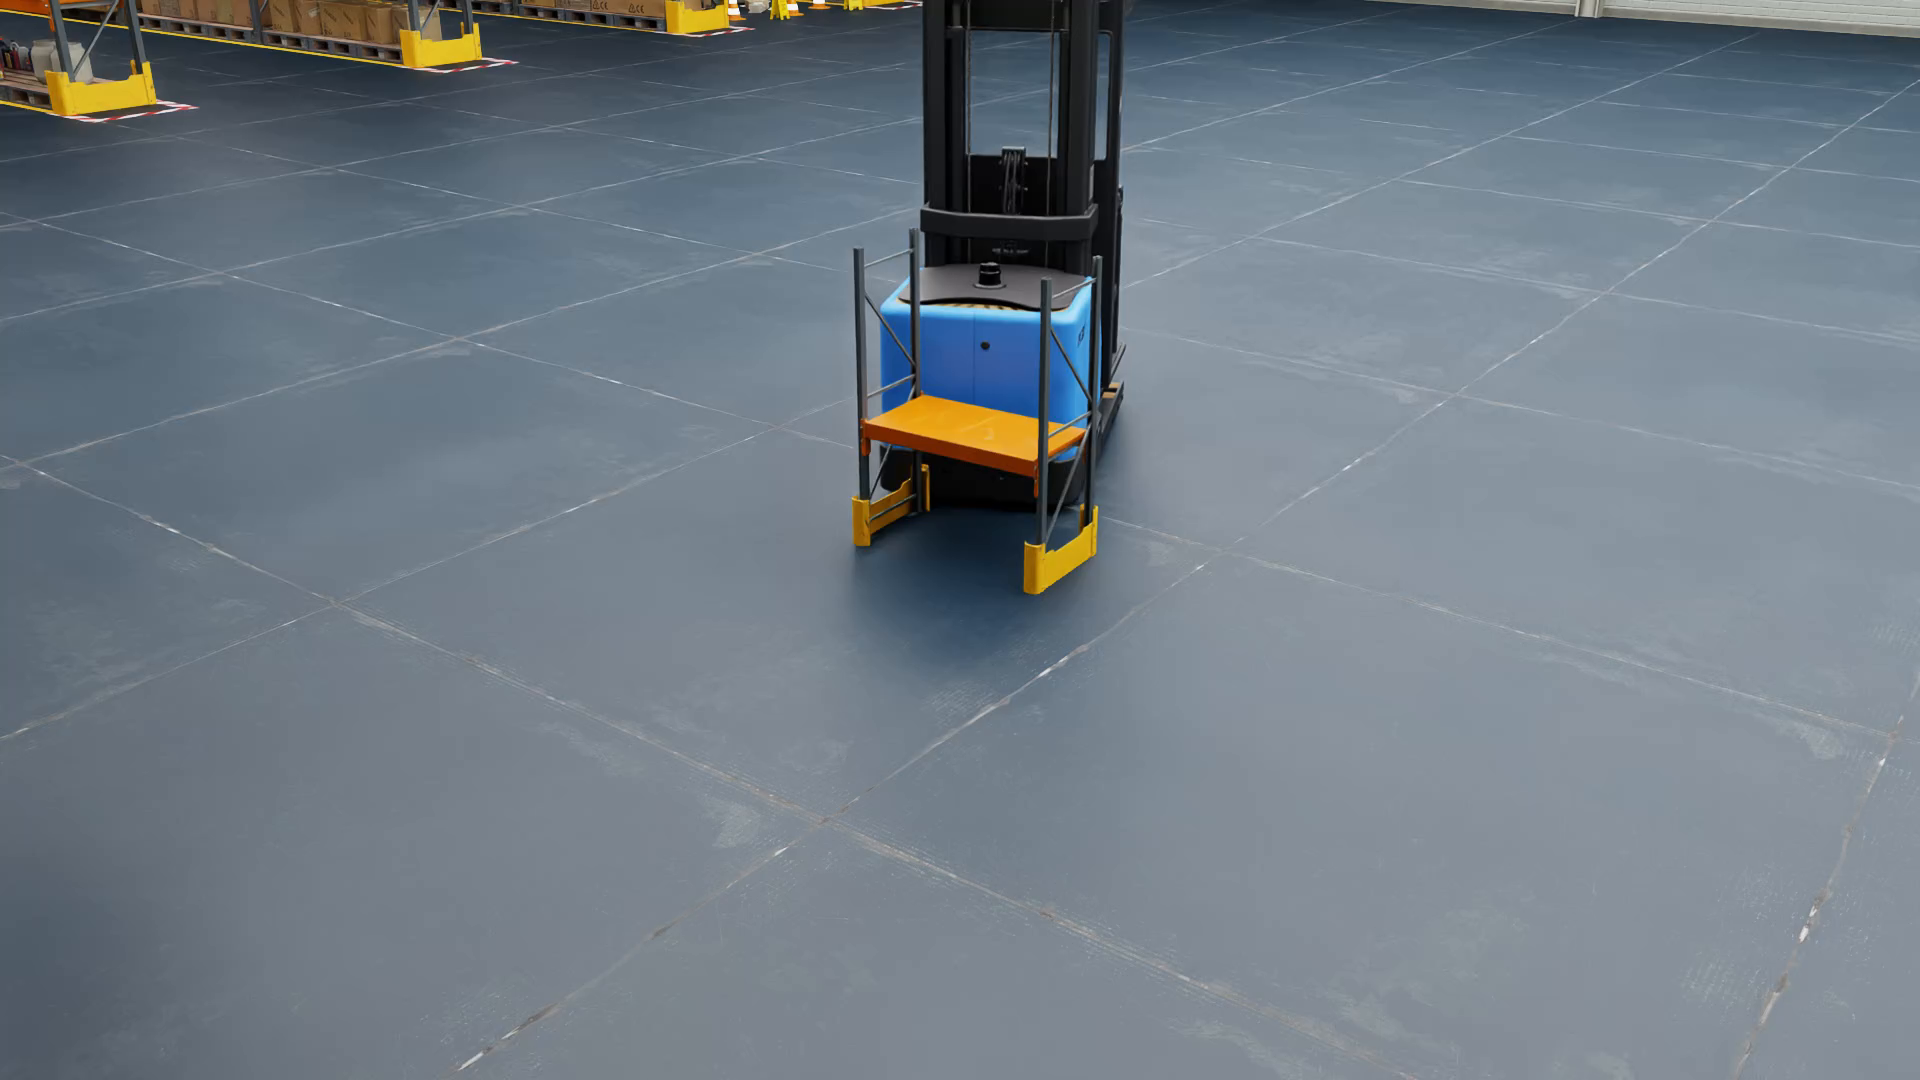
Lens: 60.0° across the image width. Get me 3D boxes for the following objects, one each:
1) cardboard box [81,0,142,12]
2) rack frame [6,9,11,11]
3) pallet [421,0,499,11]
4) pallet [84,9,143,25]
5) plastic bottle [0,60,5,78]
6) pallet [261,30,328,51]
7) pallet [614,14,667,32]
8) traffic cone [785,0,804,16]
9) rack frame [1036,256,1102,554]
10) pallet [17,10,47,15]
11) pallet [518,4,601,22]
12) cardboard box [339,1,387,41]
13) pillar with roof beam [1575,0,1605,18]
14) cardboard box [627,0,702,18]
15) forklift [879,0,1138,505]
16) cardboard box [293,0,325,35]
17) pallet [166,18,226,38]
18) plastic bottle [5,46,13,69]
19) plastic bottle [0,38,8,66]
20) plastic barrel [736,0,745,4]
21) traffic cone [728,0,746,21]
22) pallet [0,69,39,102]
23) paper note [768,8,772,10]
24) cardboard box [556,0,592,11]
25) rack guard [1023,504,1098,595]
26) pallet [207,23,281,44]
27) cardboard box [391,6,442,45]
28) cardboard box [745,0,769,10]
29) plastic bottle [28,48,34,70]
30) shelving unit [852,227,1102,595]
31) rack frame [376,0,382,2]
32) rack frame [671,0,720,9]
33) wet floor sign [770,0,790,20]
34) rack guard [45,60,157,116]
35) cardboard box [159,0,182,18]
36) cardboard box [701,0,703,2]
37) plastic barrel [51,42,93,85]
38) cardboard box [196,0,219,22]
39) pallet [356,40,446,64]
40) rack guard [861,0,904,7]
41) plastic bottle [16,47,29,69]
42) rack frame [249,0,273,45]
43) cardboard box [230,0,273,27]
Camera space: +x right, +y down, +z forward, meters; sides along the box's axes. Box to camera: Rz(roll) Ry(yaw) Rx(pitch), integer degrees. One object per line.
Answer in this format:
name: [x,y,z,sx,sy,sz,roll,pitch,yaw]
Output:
cardboard box: [-14.349,-9.588,28.528,0.875,0.875,1.225,15,28,31]
rack frame: [-17.010,-11.162,29.986,0.127,3.000,1.000,17,29,33]
pallet: [-9.196,-9.984,30.772,1.213,0.211,1.003,17,29,33]
pallet: [-14.395,-9.133,28.841,1.213,0.211,1.003,17,29,33]
plastic bottle: [-12.232,-6.027,21.156,0.133,0.283,0.061,17,29,33]
pallet: [-10.050,-7.800,25.815,1.213,0.211,1.003,17,29,33]
pallet: [-5.039,-8.728,27.920,1.213,0.211,1.003,17,29,33]
traffic cone: [-2.975,-9.544,29.460,0.334,0.463,0.336,17,29,33]
rack frame: [0.501,-0.528,7.710,0.032,1.500,0.500,15,28,30]
pallet: [-16.347,-9.724,30.180,1.213,0.211,1.003,17,29,33]
pallet: [-6.991,-9.318,29.260,1.213,0.211,1.003,17,29,33]
cardboard box: [-8.886,-7.756,24.835,0.500,0.500,0.500,20,31,38]
pillar with roof beam: [8.514,-11.973,24.388,0.400,9.000,9.100,17,29,33]
cardboard box: [-4.934,-9.198,27.644,0.875,0.875,0.875,17,29,34]
forklift: [0.391,-2.090,9.481,1.130,2.935,3.031,5,24,11]
cardboard box: [-9.849,-8.030,25.457,0.500,0.500,0.500,-16,28,-31]
pallet: [-12.212,-8.434,27.253,1.213,0.211,1.003,17,29,33]
plastic bottle: [-12.519,-6.361,21.913,0.133,0.283,0.061,17,29,33]
plastic bottle: [-12.737,-6.509,22.166,0.185,0.351,0.144,15,28,31]
plastic barrel: [-4.025,-10.289,31.201,0.512,0.421,0.421,-5,24,-12]
traffic cone: [-3.925,-9.262,28.819,0.334,0.463,0.336,17,29,33]
pallet: [-12.086,-5.883,21.462,1.213,0.211,1.003,17,29,33]
paper note: [-3.414,-9.685,30.317,0.142,0.019,0.148,7,25,15]
cardboard box: [-6.368,-9.632,28.627,0.875,0.875,0.875,17,29,34]
rack guard: [0.485,0.040,7.972,0.087,0.250,0.587,15,28,30]
pallet: [-11.232,-8.139,26.584,1.213,0.211,1.003,17,29,33]
cardboard box: [-7.897,-7.465,24.174,0.500,0.500,0.500,-20,31,-38]
cardboard box: [-3.724,-9.818,30.471,0.380,0.149,0.250,-10,26,-21]
plastic bottle: [-12.158,-6.310,21.812,0.097,0.271,0.097,0,24,0]
shelving unit: [0.069,-0.642,7.971,1.083,1.500,0.587,15,28,30]
rack frame: [-10.753,-11.770,31.367,0.127,3.000,1.000,17,29,33]
rack frame: [-4.352,-9.836,26.977,0.127,3.000,1.000,17,29,33]
wet floor sign: [-3.141,-9.390,28.885,0.232,0.644,0.267,12,26,24]
rack guard: [-10.467,-5.521,20.284,0.348,0.500,1.175,17,29,33]
cardboard box: [-12.809,-8.966,27.558,0.500,0.500,0.700,14,27,29]
cardboard box: [-5.141,-10.208,30.750,0.503,0.637,0.797,17,29,33]
plastic barrel: [-10.950,-5.850,20.495,0.421,0.512,0.421,0,24,0]
cardboard box: [-11.905,-8.697,26.946,0.500,0.500,0.700,14,27,29]
pallet: [-8.097,-7.210,24.476,1.213,0.211,1.003,17,29,33]
rack guard: [-1.525,-10.332,31.202,0.348,0.500,1.175,17,29,33]
plastic bottle: [-12.351,-6.356,21.912,0.135,0.276,0.152,17,29,34]
rack frame: [-10.608,-9.227,25.595,0.127,3.000,1.000,17,29,33]
cardboard box: [-11.087,-8.440,26.363,0.500,0.500,0.700,14,28,29]
